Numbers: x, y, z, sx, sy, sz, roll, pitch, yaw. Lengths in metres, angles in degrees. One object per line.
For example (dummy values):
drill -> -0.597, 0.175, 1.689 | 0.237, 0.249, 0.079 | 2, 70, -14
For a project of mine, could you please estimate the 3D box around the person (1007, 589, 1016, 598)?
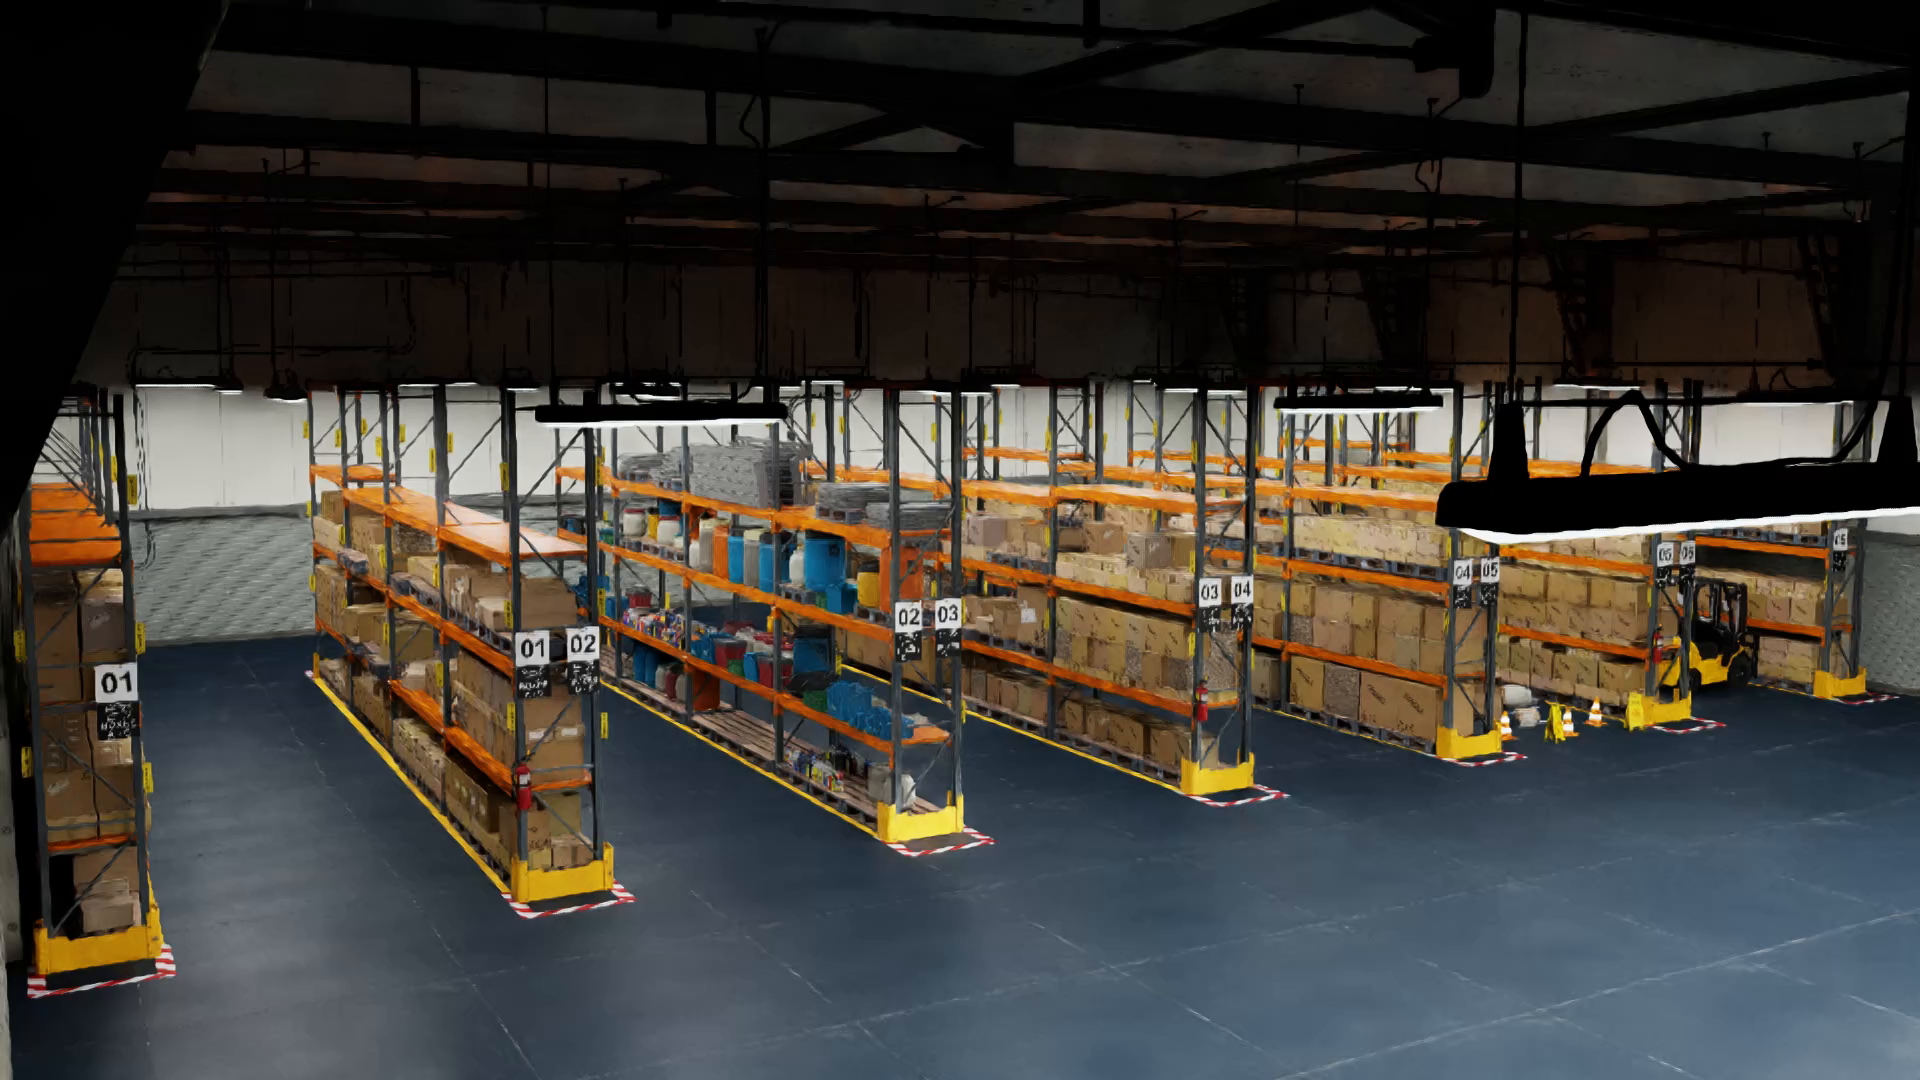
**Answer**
person -> 1.046, 1.789, 35.508 | 0.417, 1.517, 1.036 | -3, 7, -26

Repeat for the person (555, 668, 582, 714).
person -> -6.366, 2.639, 26.685 | 0.554, 1.712, 1.031 | -4, 7, -30
